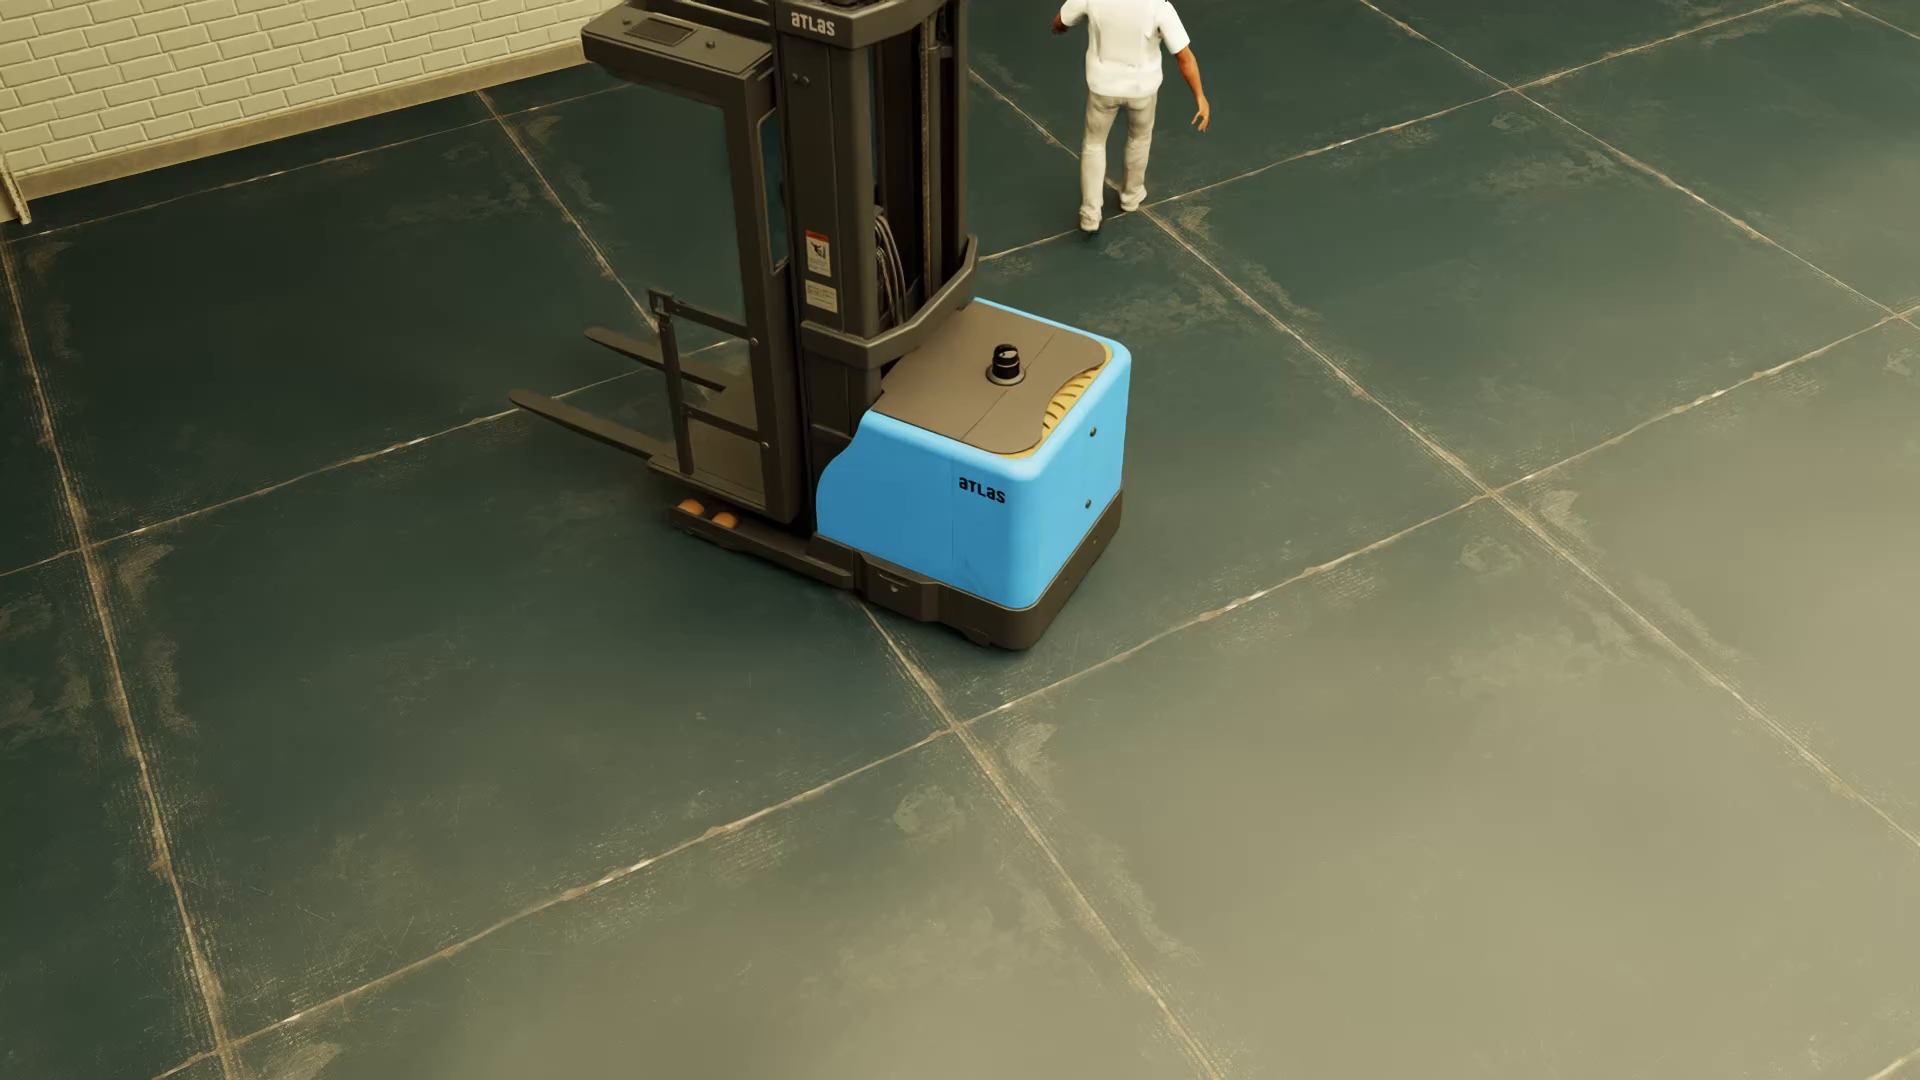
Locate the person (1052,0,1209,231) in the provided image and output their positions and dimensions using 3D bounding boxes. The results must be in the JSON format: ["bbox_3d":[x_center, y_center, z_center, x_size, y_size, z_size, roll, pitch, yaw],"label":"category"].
[{"bbox_3d":[0.943,-2.590,9.368,0.982,1.745,0.739,9,44,10],"label":"person"}]

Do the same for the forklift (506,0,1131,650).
[{"bbox_3d":[-0.784,-1.330,7.132,3.031,2.935,1.130,21,47,21],"label":"forklift"}]
